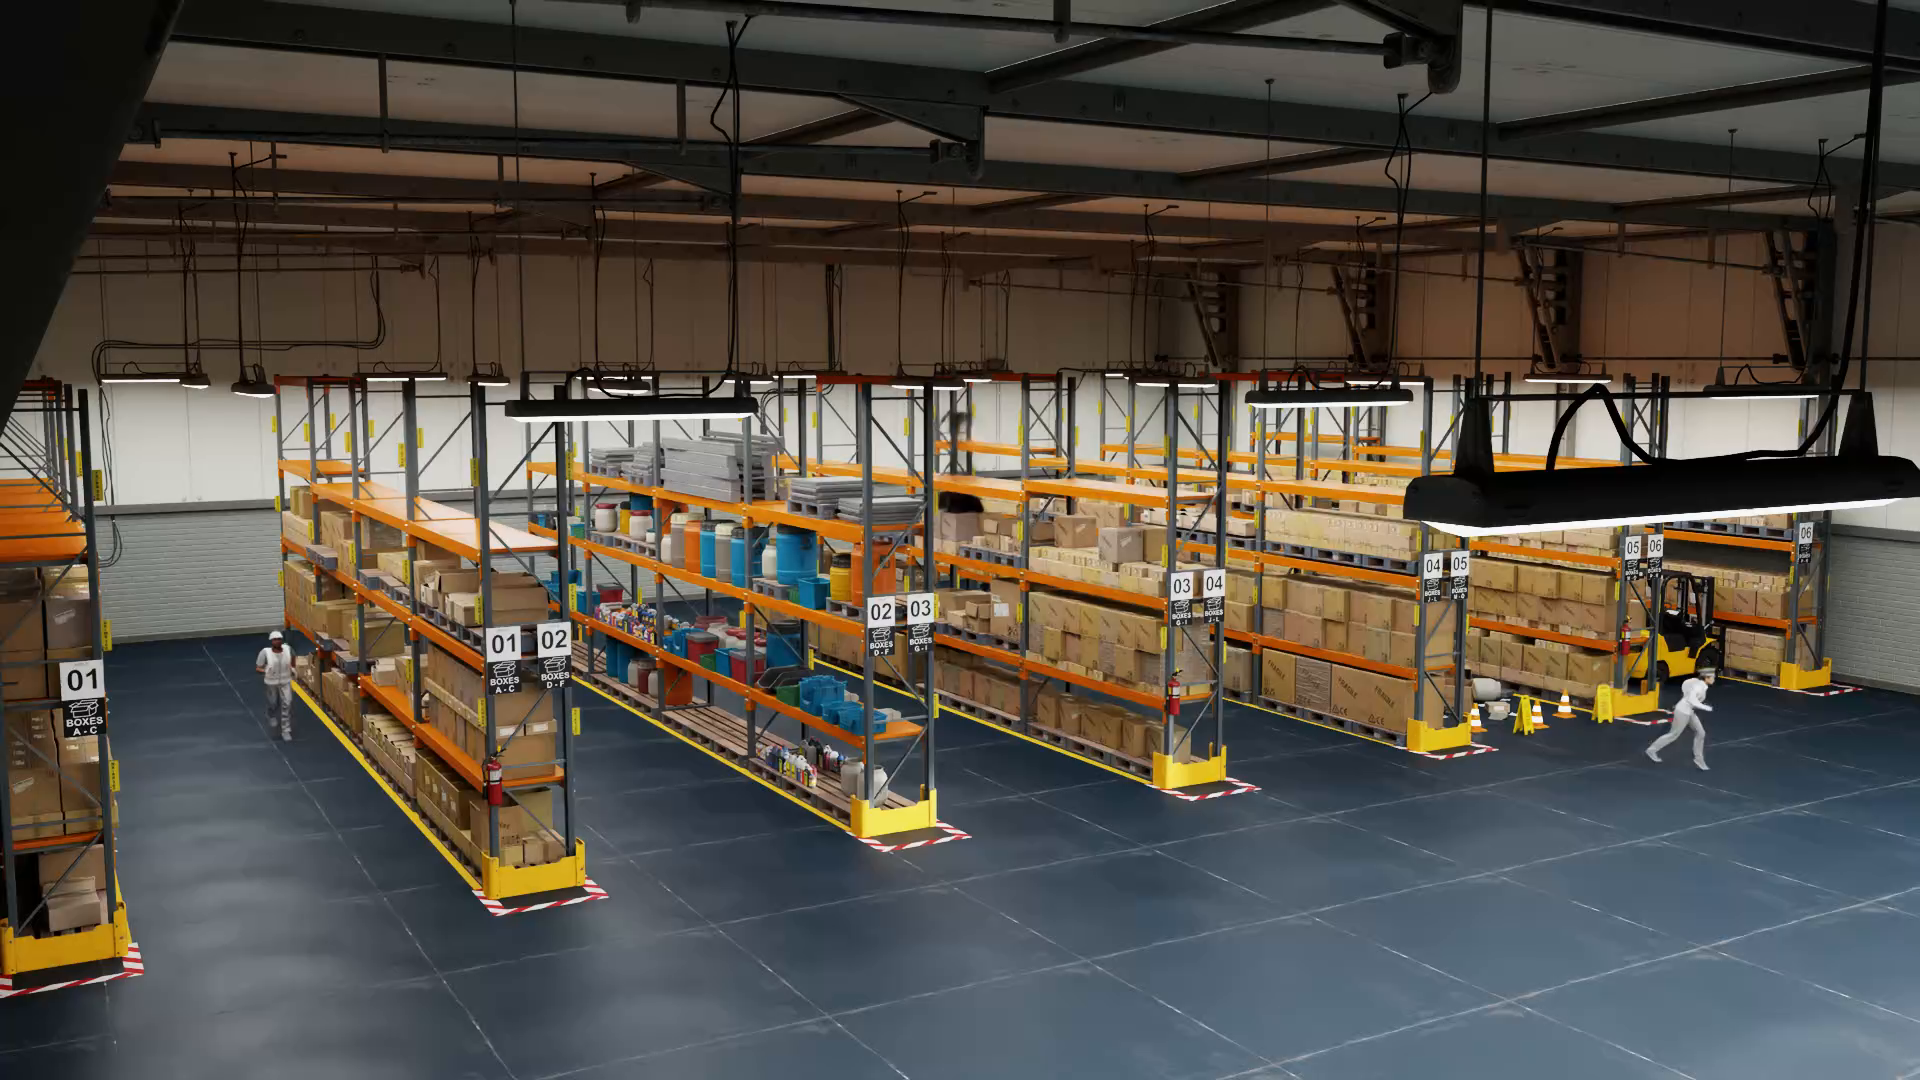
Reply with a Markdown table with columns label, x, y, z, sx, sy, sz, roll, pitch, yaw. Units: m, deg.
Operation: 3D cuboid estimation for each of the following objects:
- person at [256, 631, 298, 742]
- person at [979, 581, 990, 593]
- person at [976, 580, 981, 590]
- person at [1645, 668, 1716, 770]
| label | x | y | z | sx | sy | sz | roll | pitch | yaw |
| --- | --- | --- | --- | --- | --- | --- | --- | --- | --- |
| person | -11.401 | 2.407 | 27.789 | 0.678 | 1.807 | 0.985 | -4 | 7 | -33 |
| person | 0.717 | 0.975 | 41.951 | 0.610 | 1.556 | 0.602 | 3 | 7 | 29 |
| person | 0.700 | 0.647 | 43.959 | 0.625 | 1.835 | 0.762 | 4 | 7 | 33 |
| person | 11.166 | 2.754 | 25.778 | 0.965 | 1.625 | 0.658 | 3 | 7 | 24 |
